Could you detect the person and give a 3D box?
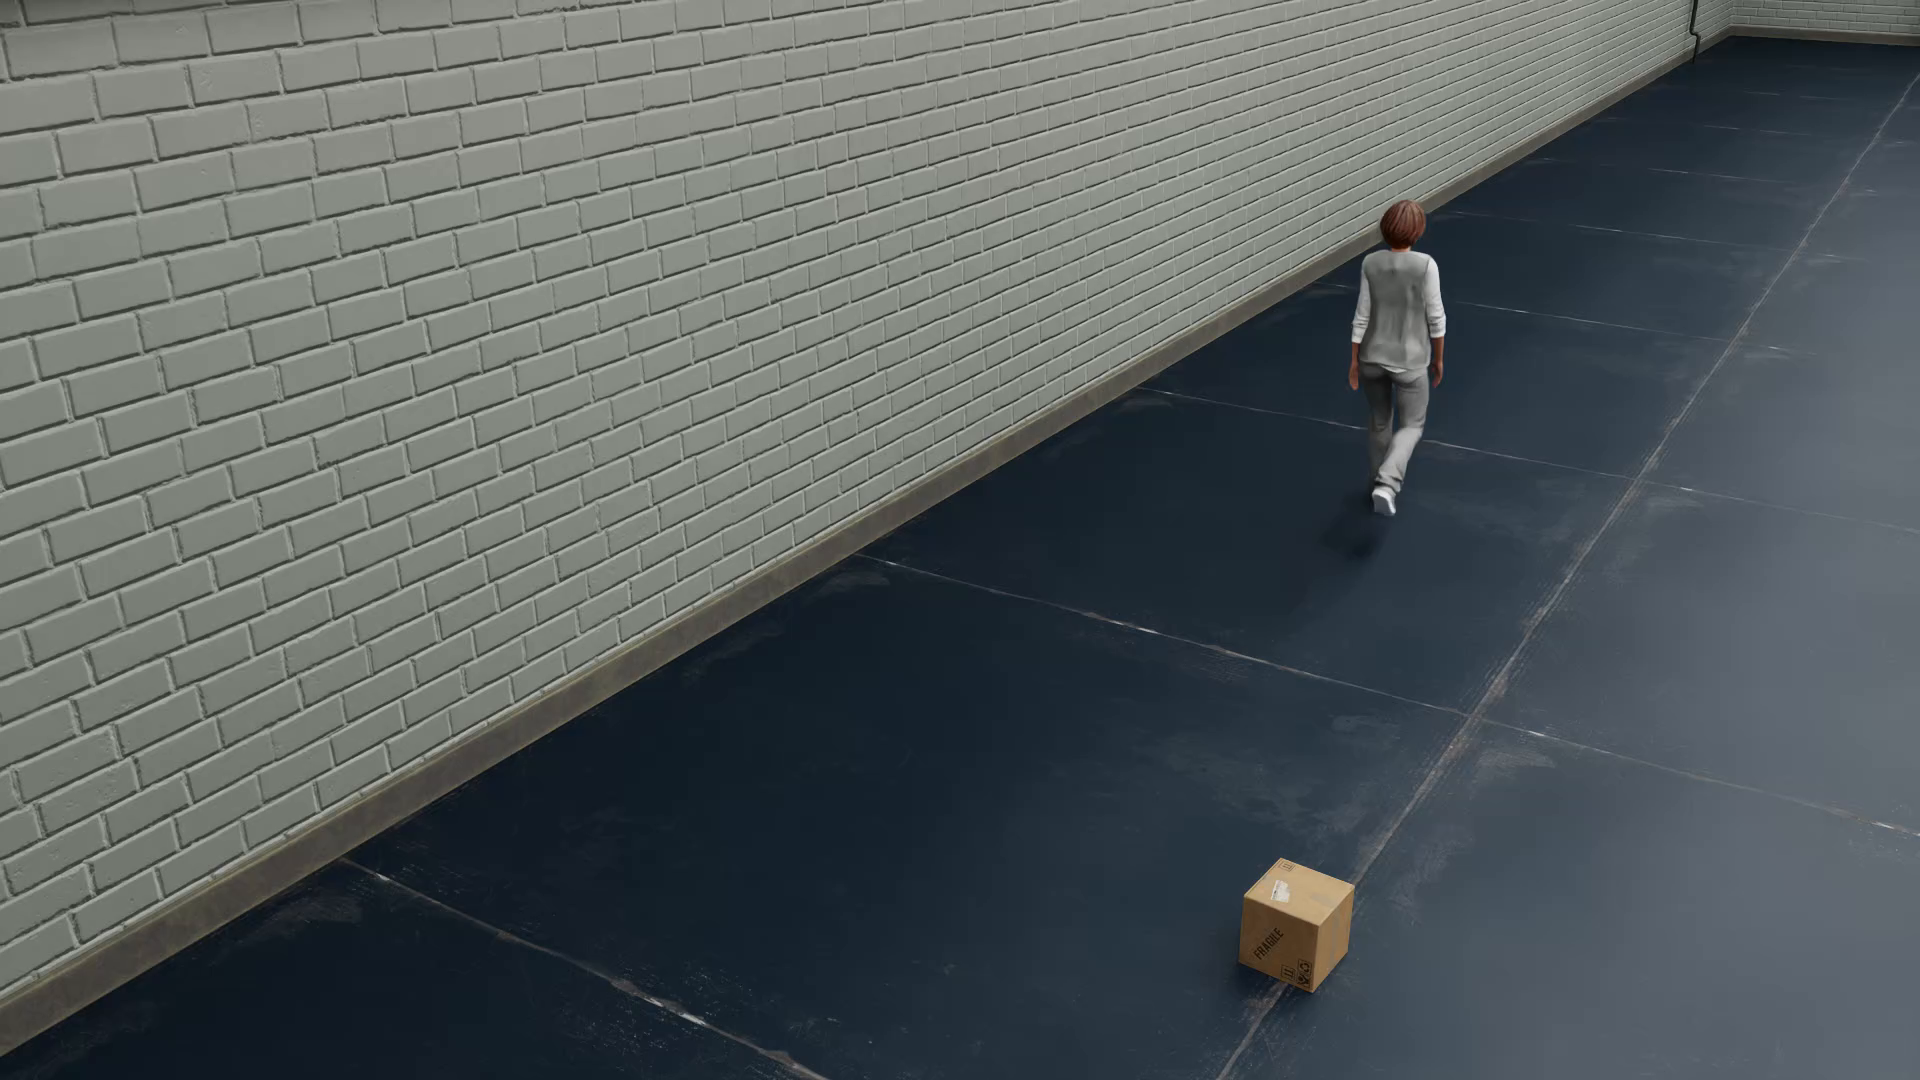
[{"bbox_3d":[2.106,-0.861,8.078,0.439,1.564,0.775,12,26,26],"label":"person"}]
